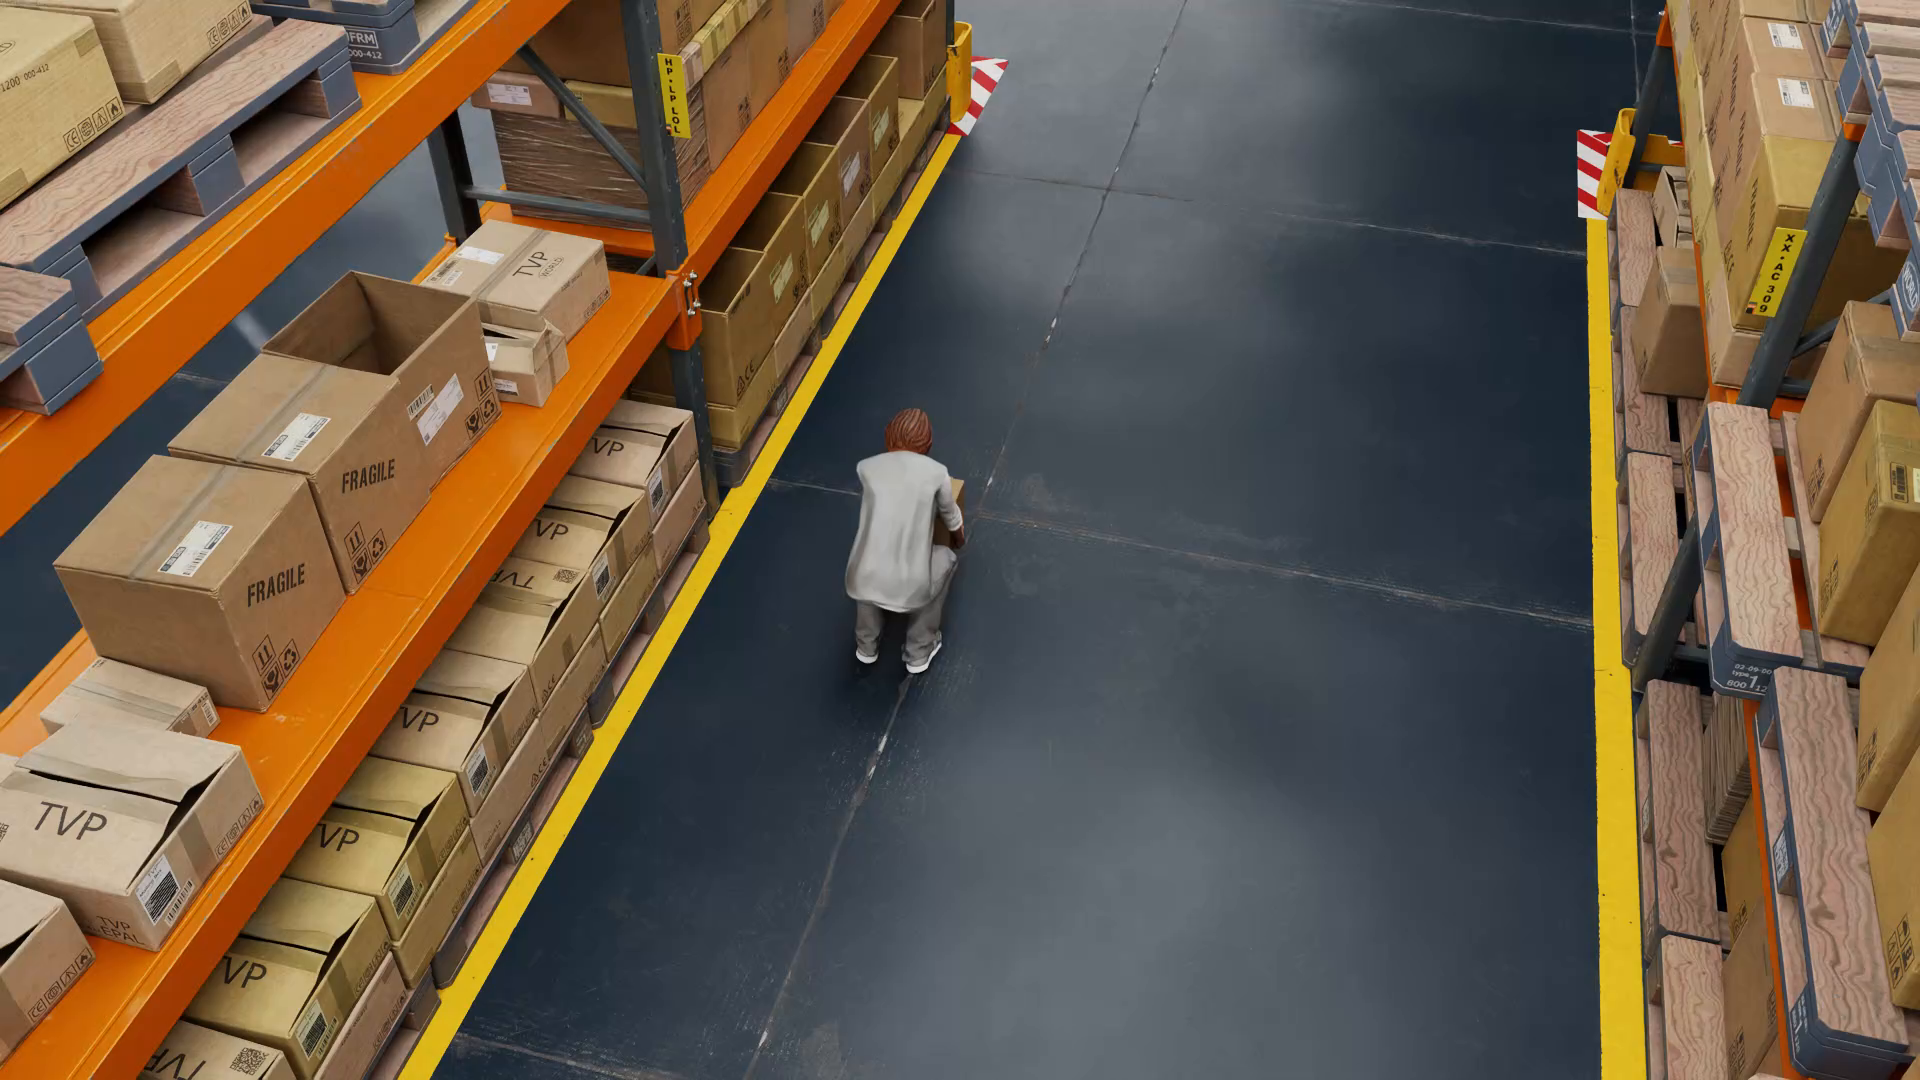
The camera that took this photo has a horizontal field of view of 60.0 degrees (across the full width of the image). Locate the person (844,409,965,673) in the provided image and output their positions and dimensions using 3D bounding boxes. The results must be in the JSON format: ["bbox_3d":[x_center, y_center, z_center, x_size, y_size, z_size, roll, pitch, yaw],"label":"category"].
[{"bbox_3d":[-0.227,0.030,6.668,0.424,0.893,0.846,8,42,9],"label":"person"}]
